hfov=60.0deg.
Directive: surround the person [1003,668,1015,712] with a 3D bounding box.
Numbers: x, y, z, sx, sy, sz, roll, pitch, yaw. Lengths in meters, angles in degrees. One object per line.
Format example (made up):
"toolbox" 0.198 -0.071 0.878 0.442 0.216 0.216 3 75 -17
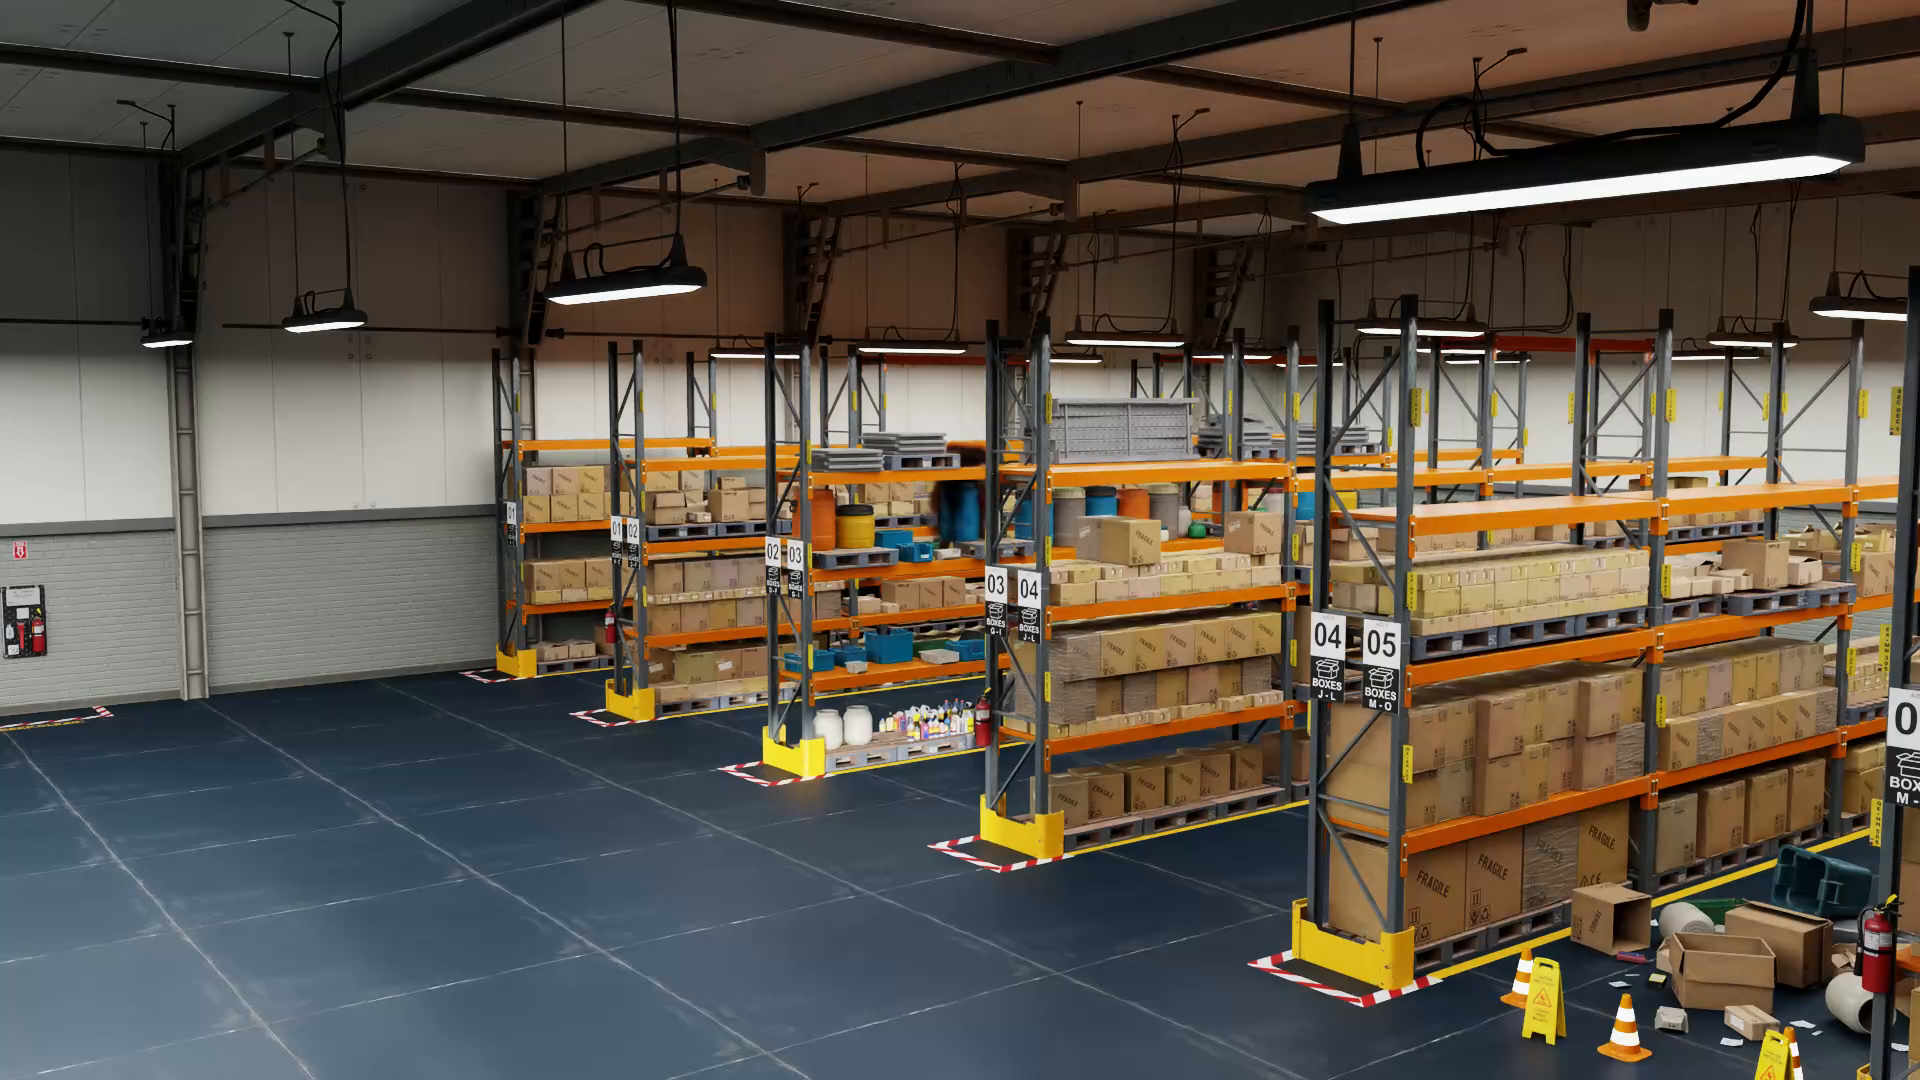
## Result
"person" 0.986 1.980 26.841 0.986 1.637 0.599 -1 5 -17
